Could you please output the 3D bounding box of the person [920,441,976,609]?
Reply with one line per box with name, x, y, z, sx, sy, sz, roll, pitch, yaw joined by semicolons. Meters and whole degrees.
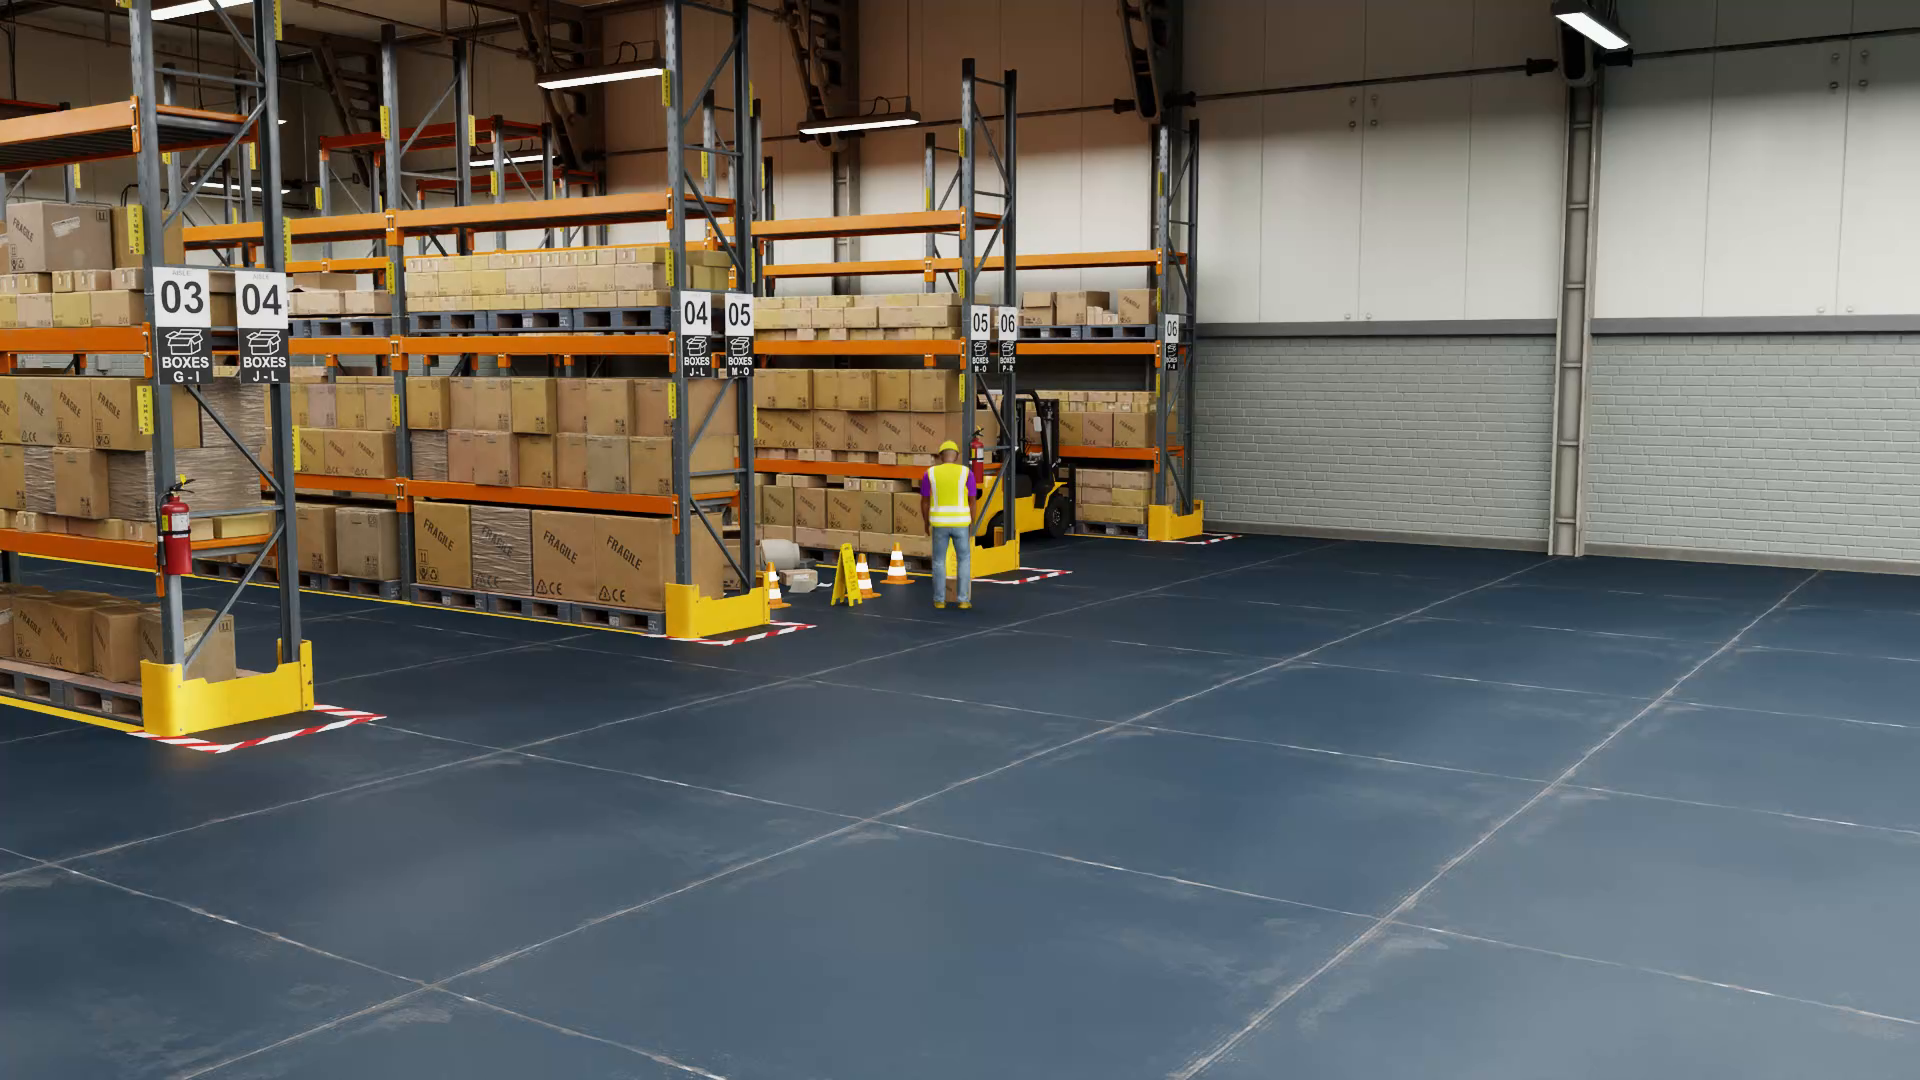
person;-0.117;-0.159;17.287;0.584;1.733;0.422;1;6;5
